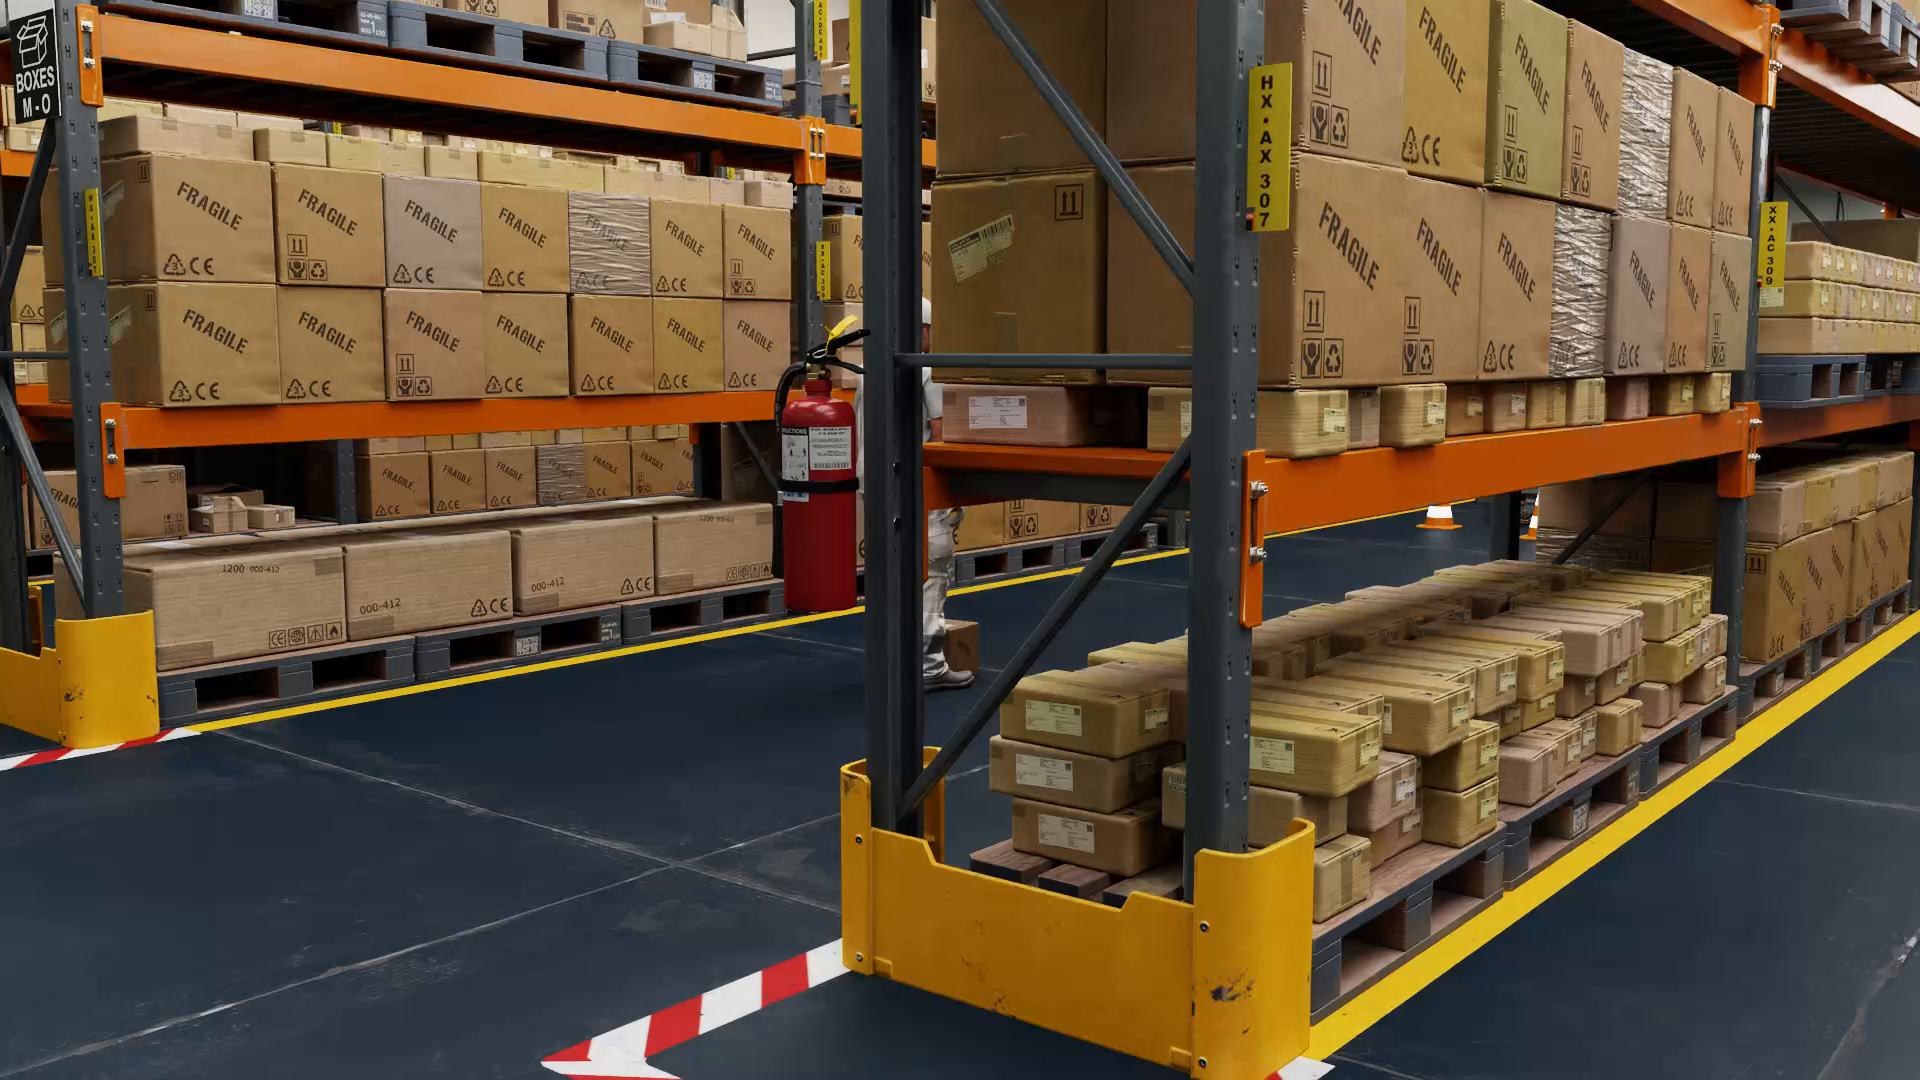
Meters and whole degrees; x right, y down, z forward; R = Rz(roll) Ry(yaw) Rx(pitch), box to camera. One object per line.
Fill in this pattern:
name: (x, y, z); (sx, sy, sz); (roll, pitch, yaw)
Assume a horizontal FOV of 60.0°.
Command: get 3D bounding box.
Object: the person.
person: (-0.230, -0.220, 7.563); (0.609, 1.780, 0.448); (5, 8, 39)
